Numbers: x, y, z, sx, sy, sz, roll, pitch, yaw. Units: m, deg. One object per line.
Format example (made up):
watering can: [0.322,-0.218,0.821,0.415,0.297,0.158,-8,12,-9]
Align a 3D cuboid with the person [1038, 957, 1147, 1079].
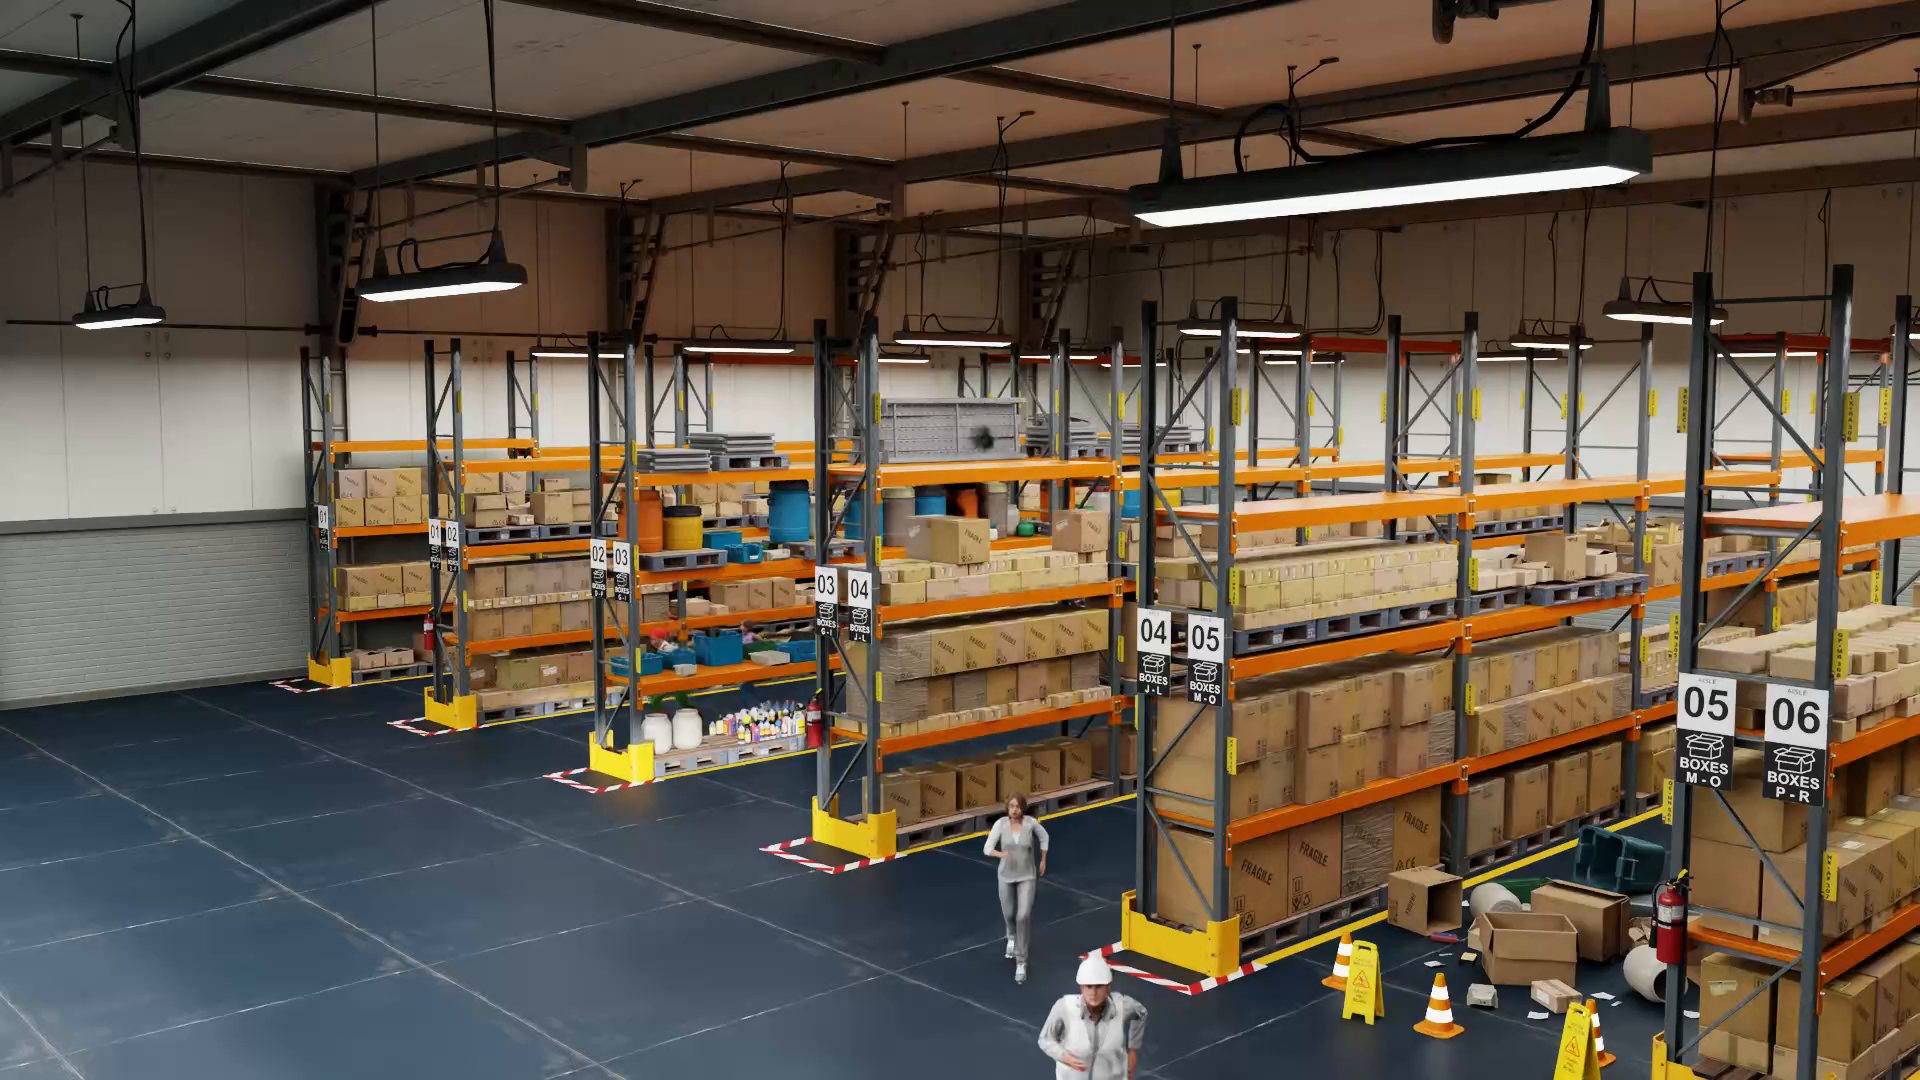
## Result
person: [0.828,3.393,10.344,0.657,1.787,1.013,1,5,9]

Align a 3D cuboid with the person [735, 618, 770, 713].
person: [-3.348,2.032,26.342,0.542,1.607,0.873,5,7,44]

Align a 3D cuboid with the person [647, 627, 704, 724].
person: [-4.259,2.139,25.089,0.987,1.714,0.684,-4,6,-36]

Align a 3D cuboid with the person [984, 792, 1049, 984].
person: [0.502,3.057,14.881,0.566,1.645,0.743,1,5,7]
